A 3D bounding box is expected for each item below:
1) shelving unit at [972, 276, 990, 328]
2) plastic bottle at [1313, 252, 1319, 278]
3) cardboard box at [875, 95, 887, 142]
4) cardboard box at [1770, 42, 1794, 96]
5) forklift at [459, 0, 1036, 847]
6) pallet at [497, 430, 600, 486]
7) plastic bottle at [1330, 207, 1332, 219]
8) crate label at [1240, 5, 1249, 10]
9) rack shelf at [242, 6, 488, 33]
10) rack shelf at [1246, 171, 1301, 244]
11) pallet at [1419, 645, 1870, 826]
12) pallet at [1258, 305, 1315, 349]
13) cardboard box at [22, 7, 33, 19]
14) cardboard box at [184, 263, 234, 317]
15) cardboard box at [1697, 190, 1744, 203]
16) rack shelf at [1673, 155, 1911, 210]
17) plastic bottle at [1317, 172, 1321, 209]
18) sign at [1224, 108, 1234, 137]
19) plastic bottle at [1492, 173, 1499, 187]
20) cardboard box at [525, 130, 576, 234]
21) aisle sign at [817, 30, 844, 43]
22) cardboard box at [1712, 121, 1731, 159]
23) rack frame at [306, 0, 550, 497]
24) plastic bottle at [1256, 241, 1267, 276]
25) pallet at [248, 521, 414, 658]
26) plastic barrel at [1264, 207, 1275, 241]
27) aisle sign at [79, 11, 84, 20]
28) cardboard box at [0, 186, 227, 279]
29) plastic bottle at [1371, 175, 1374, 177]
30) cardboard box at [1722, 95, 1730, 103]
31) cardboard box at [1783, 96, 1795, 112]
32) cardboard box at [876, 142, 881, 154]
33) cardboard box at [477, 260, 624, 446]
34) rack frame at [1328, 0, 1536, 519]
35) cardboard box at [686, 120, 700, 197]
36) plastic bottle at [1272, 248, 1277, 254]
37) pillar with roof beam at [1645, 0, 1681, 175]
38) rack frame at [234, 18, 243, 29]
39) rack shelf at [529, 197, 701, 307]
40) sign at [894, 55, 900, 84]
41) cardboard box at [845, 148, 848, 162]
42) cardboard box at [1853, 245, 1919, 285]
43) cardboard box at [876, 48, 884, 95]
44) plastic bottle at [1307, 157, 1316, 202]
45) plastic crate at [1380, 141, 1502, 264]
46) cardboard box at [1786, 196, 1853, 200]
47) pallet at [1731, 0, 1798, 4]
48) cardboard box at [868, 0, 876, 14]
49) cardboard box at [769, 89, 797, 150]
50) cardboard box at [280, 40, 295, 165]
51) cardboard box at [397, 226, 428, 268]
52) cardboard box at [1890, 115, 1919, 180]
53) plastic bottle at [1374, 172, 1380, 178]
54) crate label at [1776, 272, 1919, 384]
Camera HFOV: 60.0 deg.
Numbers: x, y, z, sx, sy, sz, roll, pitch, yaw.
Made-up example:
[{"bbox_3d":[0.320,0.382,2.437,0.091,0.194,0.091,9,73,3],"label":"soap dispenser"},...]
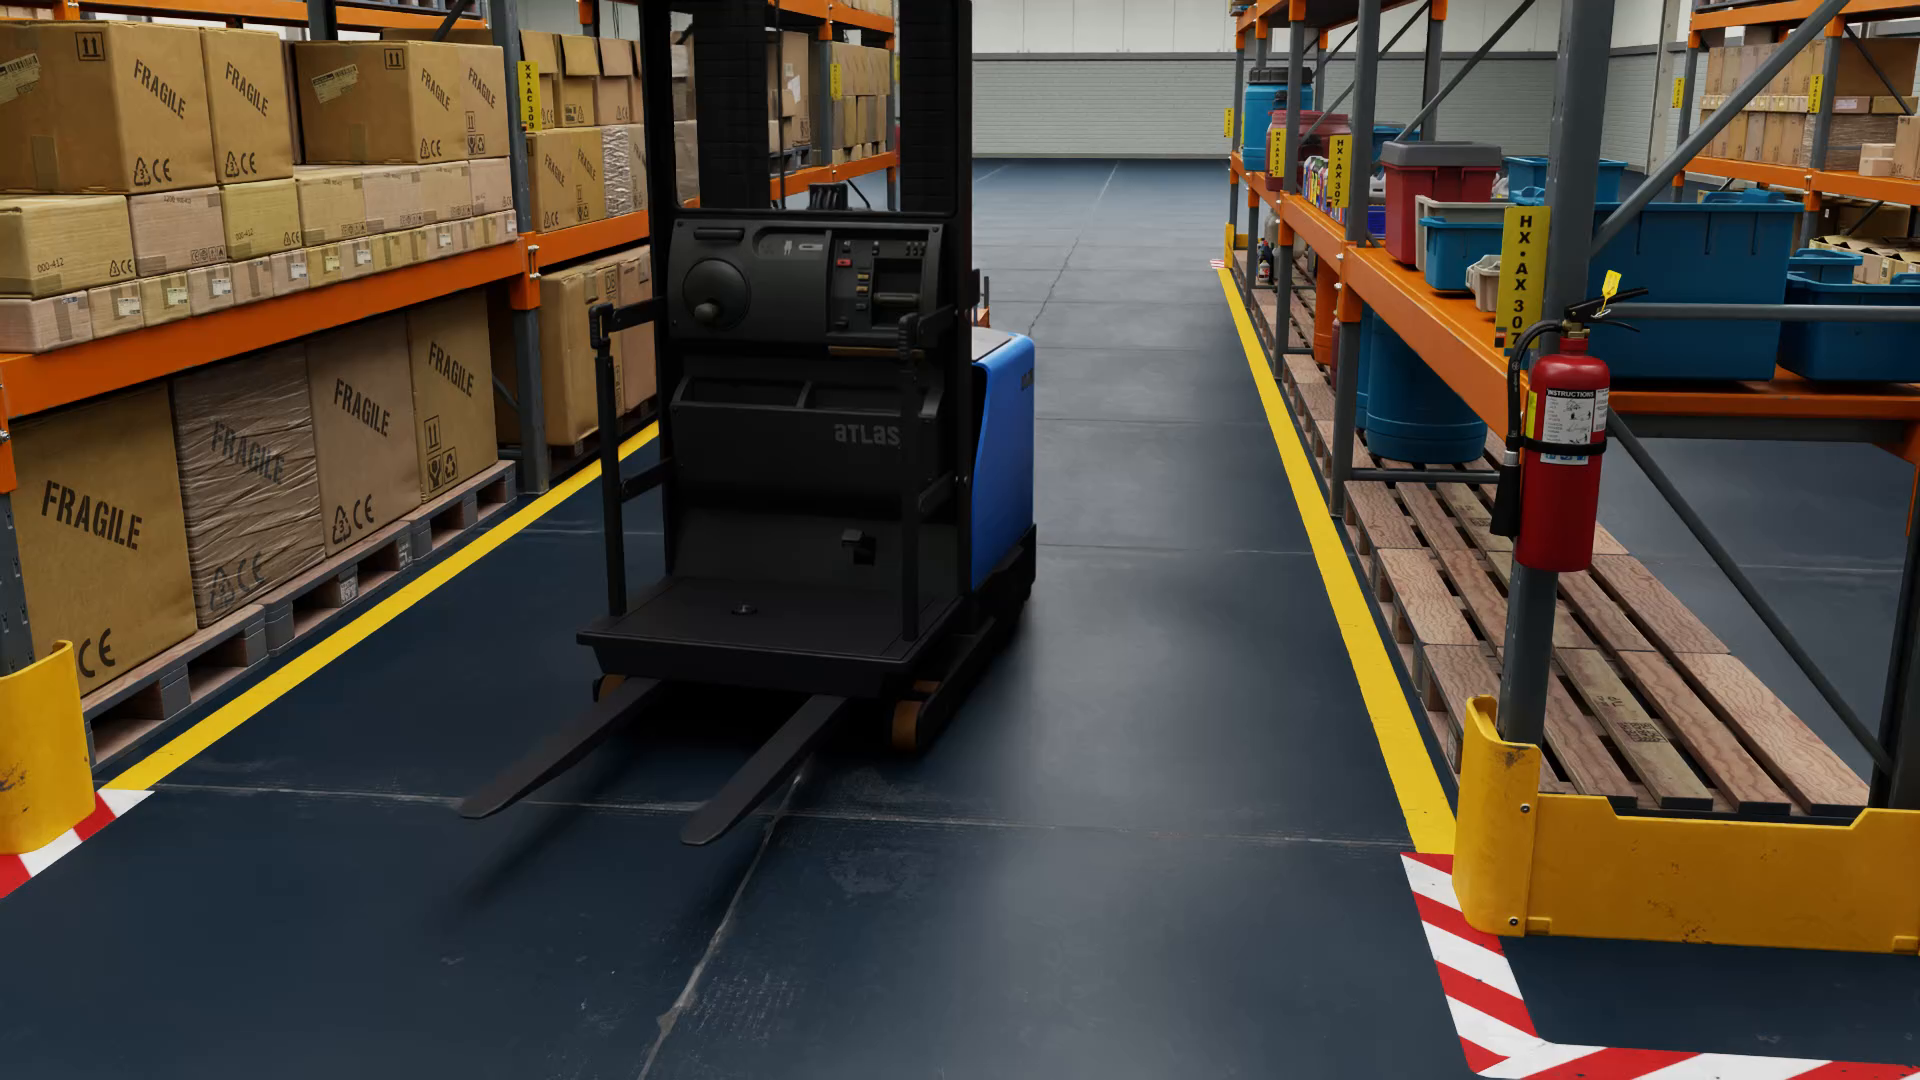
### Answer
[{"bbox_3d":[-0.019,-0.536,7.347,0.258,1.200,0.503,2,15,6],"label":"shelving unit"},{"bbox_3d":[3.560,-2.762,16.360,0.144,0.351,0.185,2,15,6],"label":"plastic bottle"},{"bbox_3d":[-1.296,-4.727,18.634,0.875,0.500,0.500,2,15,6],"label":"cardboard box"},{"bbox_3d":[8.278,-4.530,15.993,0.700,0.500,0.500,2,15,6],"label":"cardboard box"},{"bbox_3d":[-0.563,-0.860,5.228,1.130,2.935,3.031,4,16,14],"label":"forklift"},{"bbox_3d":[-2.612,-0.554,9.306,1.003,0.211,1.213,2,15,6],"label":"pallet"},{"bbox_3d":[2.146,-1.919,9.393,0.097,0.201,0.097,0,15,0],"label":"plastic bottle"},{"bbox_3d":[3.112,-5.564,17.032,0.502,0.251,0.408,2,15,6],"label":"crate label"},{"bbox_3d":[-6.412,-5.564,18.125,1.077,0.370,4.000,2,15,6],"label":"rack shelf"},{"bbox_3d":[2.974,-2.761,13.503,1.077,0.370,4.000,2,15,6],"label":"rack shelf"},{"bbox_3d":[1.978,0.619,4.968,1.003,0.211,1.213,2,15,6],"label":"pallet"},{"bbox_3d":[3.015,-1.758,13.760,1.003,0.211,1.213,2,15,6],"label":"pallet"},{"bbox_3d":[-11.033,-6.131,19.322,0.380,0.149,0.250,2,15,7],"label":"cardboard box"},{"bbox_3d":[-2.623,-0.822,5.436,0.380,0.149,0.250,1,15,5],"label":"cardboard box"},{"bbox_3d":[8.237,-3.492,17.857,0.500,0.500,0.500,2,15,6],"label":"cardboard box"},{"bbox_3d":[8.347,-3.651,16.796,1.077,0.370,4.000,2,15,6],"label":"rack shelf"},{"bbox_3d":[2.234,-2.155,10.133,0.097,0.271,0.097,0,15,0],"label":"plastic bottle"},{"bbox_3d":[3.105,-4.815,19.192,0.100,0.325,0.005,2,15,6],"label":"sign"},{"bbox_3d":[2.833,-1.841,8.961,0.152,0.276,0.135,2,15,6],"label":"plastic bottle"},{"bbox_3d":[-2.324,-1.858,8.594,0.500,0.500,0.500,2,15,6],"label":"cardboard box"},{"bbox_3d":[-1.561,-6.090,19.456,0.394,0.787,0.004,2,15,6],"label":"aisle sign"},{"bbox_3d":[8.453,-4.308,17.657,0.700,0.500,0.500,2,15,8],"label":"cardboard box"},{"bbox_3d":[-2.624,-1.698,8.193,1.000,3.000,0.127,2,15,6],"label":"rack frame"},{"bbox_3d":[3.008,-2.785,16.449,0.144,0.351,0.185,1,15,3],"label":"plastic bottle"},{"bbox_3d":[-2.923,0.161,6.663,1.003,0.211,1.213,2,15,6],"label":"pallet"},{"bbox_3d":[3.653,-3.493,18.794,0.421,0.512,0.421,0,15,0],"label":"plastic barrel"},{"bbox_3d":[-10.821,-6.364,20.471,0.394,0.787,0.004,2,15,6],"label":"aisle sign"},{"bbox_3d":[-2.701,-0.983,5.268,0.500,0.250,0.500,2,15,6],"label":"cardboard box"},{"bbox_3d":[2.076,-1.776,8.578,0.144,0.351,0.185,2,15,6],"label":"plastic bottle"},{"bbox_3d":[8.227,-4.584,17.436,0.380,0.149,0.250,1,15,5],"label":"cardboard box"},{"bbox_3d":[8.025,-4.118,15.711,0.380,0.149,0.250,2,15,6],"label":"cardboard box"},{"bbox_3d":[-1.103,-4.477,18.955,0.380,0.149,0.250,2,15,6],"label":"cardboard box"},{"bbox_3d":[-2.572,-1.041,9.032,1.225,0.875,0.875,2,15,6],"label":"cardboard box"},{"bbox_3d":[2.297,-1.552,7.654,1.000,3.000,0.127,2,15,6],"label":"rack frame"},{"bbox_3d":[-1.982,-2.648,11.517,0.500,0.500,0.500,2,15,8],"label":"cardboard box"},{"bbox_3d":[3.158,-2.752,16.466,0.152,0.276,0.135,2,15,6],"label":"plastic bottle"},{"bbox_3d":[12.706,-13.413,40.025,9.100,9.000,0.400,2,15,6],"label":"pillar with roof beam"},{"bbox_3d":[-6.638,-3.945,16.504,1.000,3.000,0.127,2,15,6],"label":"rack frame"},{"bbox_3d":[-2.398,-1.869,10.206,1.077,0.370,4.000,2,15,6],"label":"rack shelf"},{"bbox_3d":[-0.721,-5.500,19.431,0.100,0.325,0.005,2,15,6],"label":"sign"},{"bbox_3d":[-1.337,-3.893,16.795,0.380,0.149,0.250,2,15,6],"label":"cardboard box"},{"bbox_3d":[7.708,-2.262,13.670,0.500,0.311,0.500,1,15,4],"label":"cardboard box"},{"bbox_3d":[-1.137,-5.205,18.486,0.500,0.500,0.500,2,15,6],"label":"cardboard box"},{"bbox_3d":[2.296,-2.346,10.816,0.061,0.283,0.133,2,15,6],"label":"plastic bottle"},{"bbox_3d":[1.947,-1.387,6.809,0.402,0.464,0.583,2,15,6],"label":"plastic crate"},{"bbox_3d":[8.652,-3.217,16.840,0.500,0.500,0.500,2,15,6],"label":"cardboard box"},{"bbox_3d":[8.332,-5.422,16.392,1.003,0.211,1.213,2,15,6],"label":"pallet"},{"bbox_3d":[-1.191,-5.791,17.871,0.500,0.250,0.500,2,15,7],"label":"cardboard box"},{"bbox_3d":[-1.825,-3.573,14.126,0.797,0.503,0.637,3,15,12],"label":"cardboard box"},{"bbox_3d":[-3.049,-1.751,6.674,0.500,0.500,0.500,1,15,4],"label":"cardboard box"},{"bbox_3d":[-2.449,-1.221,6.911,0.380,0.149,0.250,2,15,7],"label":"cardboard box"},{"bbox_3d":[7.959,-3.193,13.531,0.500,0.500,0.500,3,15,10],"label":"cardboard box"},{"bbox_3d":[2.260,-1.863,9.051,0.097,0.271,0.097,0,15,0],"label":"plastic bottle"},{"bbox_3d":[2.201,-0.517,4.032,0.416,0.233,0.303,2,15,6],"label":"crate label"}]
